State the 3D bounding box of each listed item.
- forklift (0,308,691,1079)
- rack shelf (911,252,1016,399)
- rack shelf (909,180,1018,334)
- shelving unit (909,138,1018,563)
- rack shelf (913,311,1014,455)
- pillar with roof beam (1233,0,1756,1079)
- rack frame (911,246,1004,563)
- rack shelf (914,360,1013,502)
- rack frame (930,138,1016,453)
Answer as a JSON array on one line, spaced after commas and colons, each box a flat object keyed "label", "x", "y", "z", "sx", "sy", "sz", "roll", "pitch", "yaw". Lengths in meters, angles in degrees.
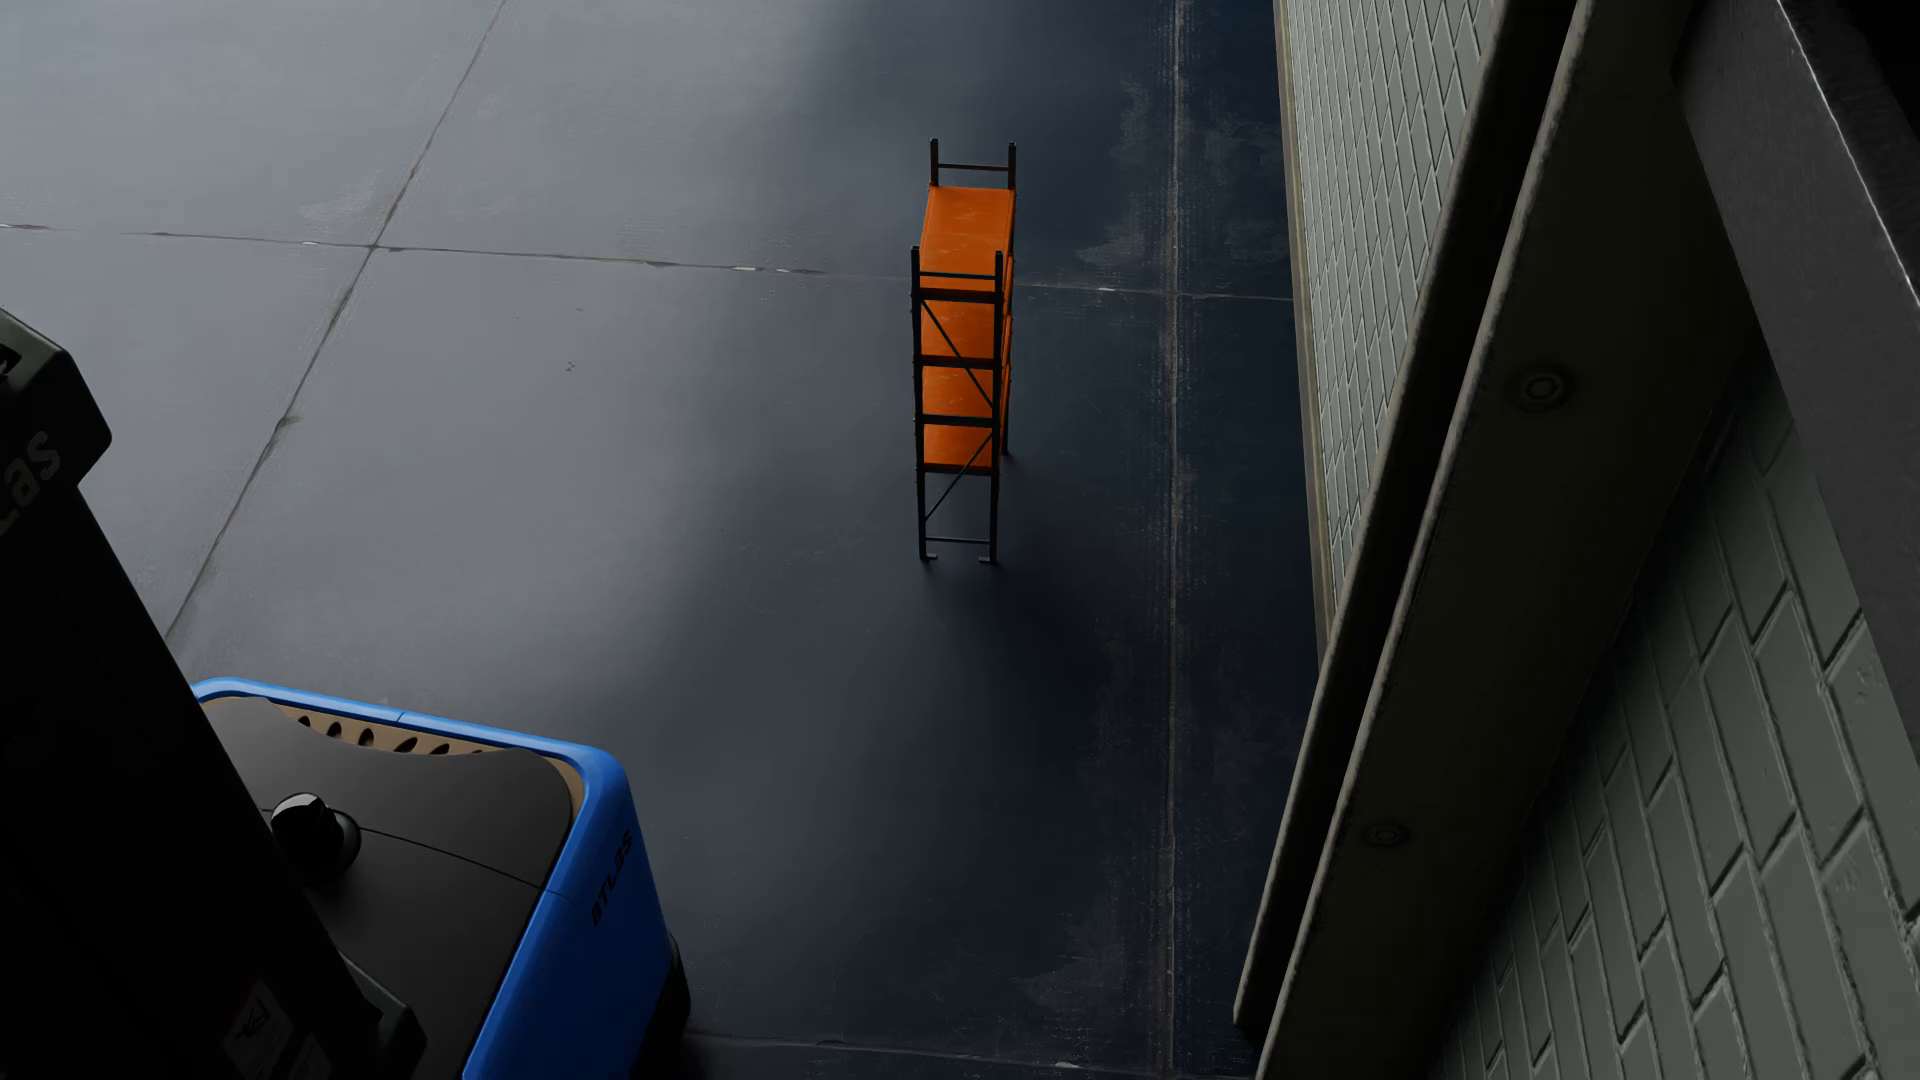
[{"label": "forklift", "x": -1.492, "y": 1.155, "z": 2.208, "sx": 1.130, "sy": 2.935, "sz": 3.031, "roll": 10, "pitch": 48, "yaw": 9}, {"label": "rack shelf", "x": 0.015, "y": -0.632, "z": 4.803, "sx": 0.258, "sy": 0.148, "sz": 0.480, "roll": 4, "pitch": 48, "yaw": 4}, {"label": "rack shelf", "x": 0.015, "y": -0.792, "z": 4.629, "sx": 0.258, "sy": 0.148, "sz": 0.480, "roll": 4, "pitch": 48, "yaw": 4}, {"label": "shelving unit", "x": 0.015, "y": -0.527, "z": 4.919, "sx": 0.258, "sy": 1.200, "sz": 0.503, "roll": 4, "pitch": 48, "yaw": 4}, {"label": "rack shelf", "x": 0.015, "y": -0.481, "z": 4.968, "sx": 0.258, "sy": 0.148, "sz": 0.480, "roll": 4, "pitch": 48, "yaw": 4}, {"label": "pillar with roof beam", "x": -3.463, "y": -2.003, "z": 0.984, "sx": 9.100, "sy": 9.000, "sz": 0.400, "roll": 4, "pitch": 48, "yaw": 4}, {"label": "rack frame", "x": -0.007, "y": -0.347, "z": 4.755, "sx": 0.240, "sy": 1.200, "sz": 0.015, "roll": 4, "pitch": 48, "yaw": 4}, {"label": "rack shelf", "x": 0.015, "y": -0.347, "z": 5.115, "sx": 0.258, "sy": 0.148, "sz": 0.480, "roll": 4, "pitch": 48, "yaw": 4}, {"label": "rack frame", "x": 0.037, "y": -0.706, "z": 5.083, "sx": 0.240, "sy": 1.200, "sz": 0.015, "roll": 4, "pitch": 48, "yaw": 4}]
